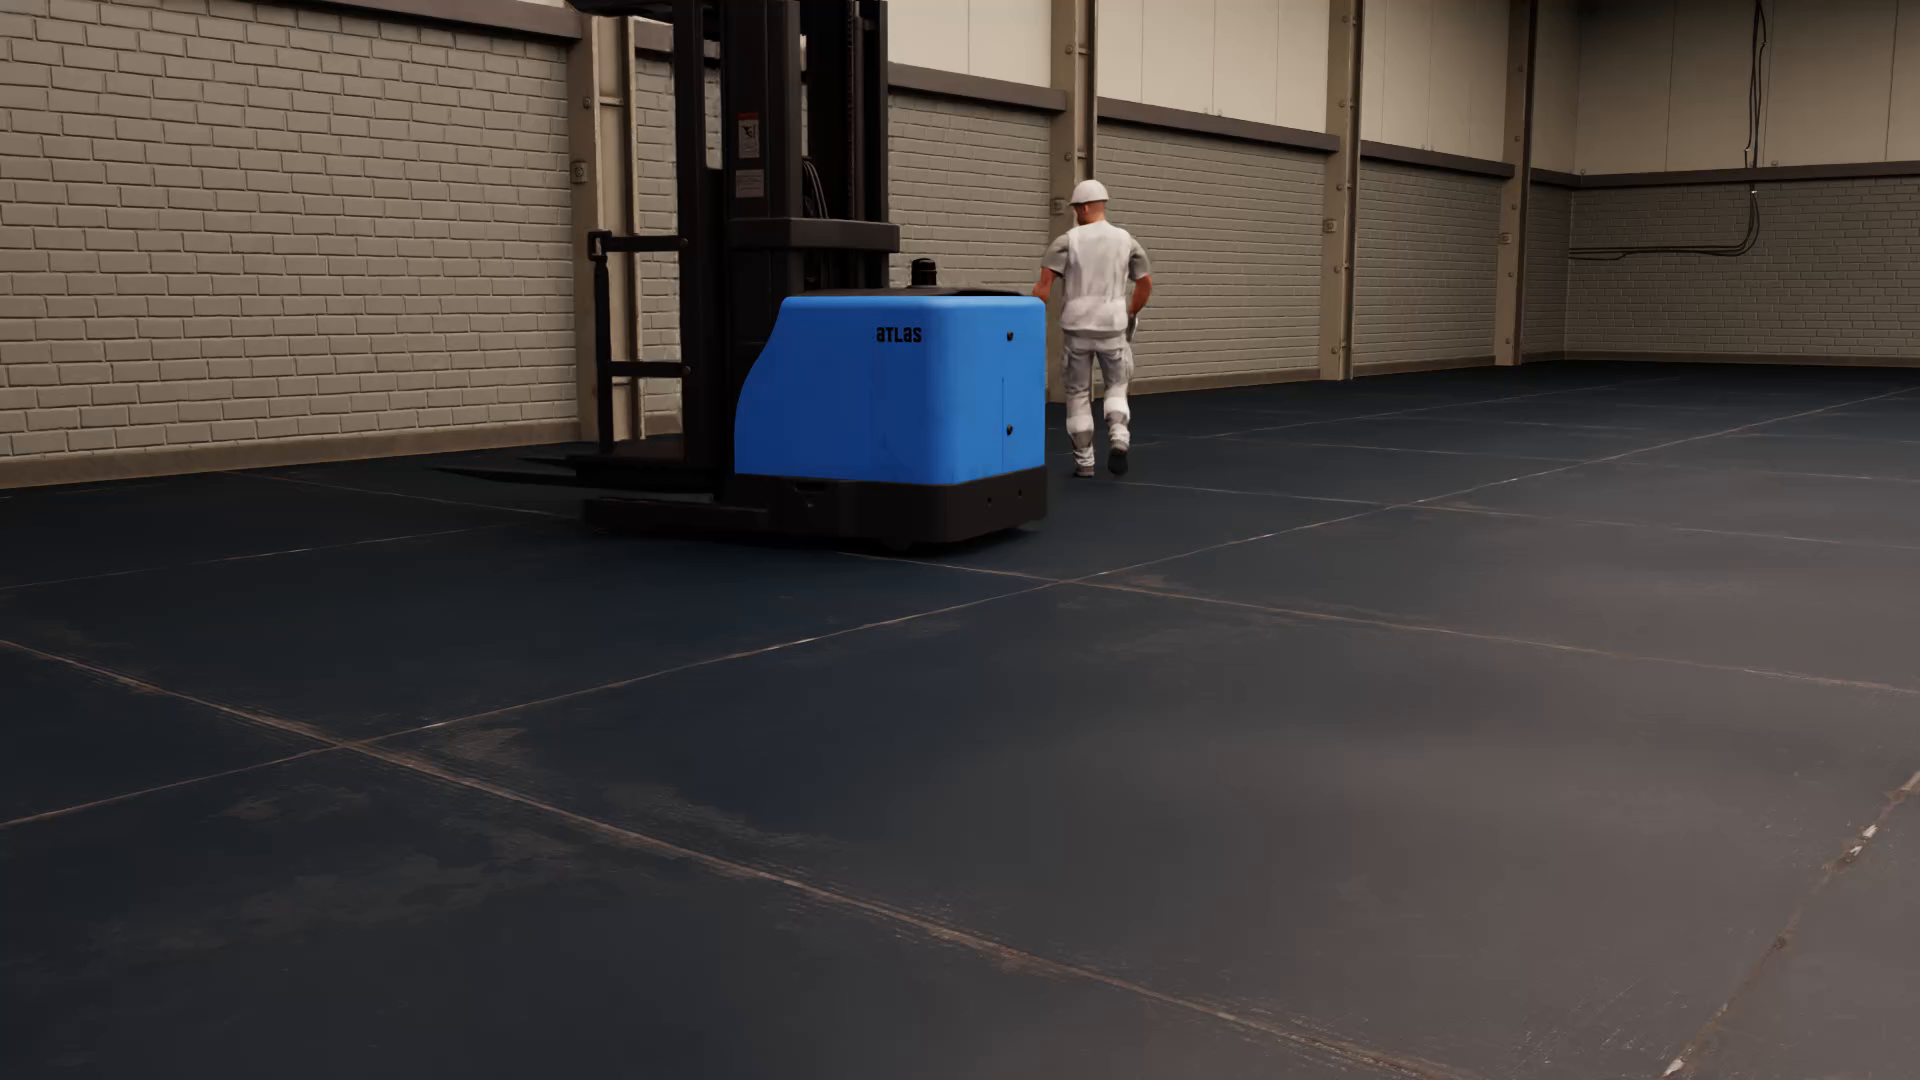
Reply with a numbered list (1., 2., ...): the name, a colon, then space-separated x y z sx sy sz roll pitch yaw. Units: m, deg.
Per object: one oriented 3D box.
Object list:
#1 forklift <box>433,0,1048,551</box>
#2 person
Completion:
1. forklift: -1.145 -1.529 7.732 3.031 2.935 1.130 4 9 27
2. person: 0.745 -1.250 9.917 0.784 1.748 0.485 0 8 2
